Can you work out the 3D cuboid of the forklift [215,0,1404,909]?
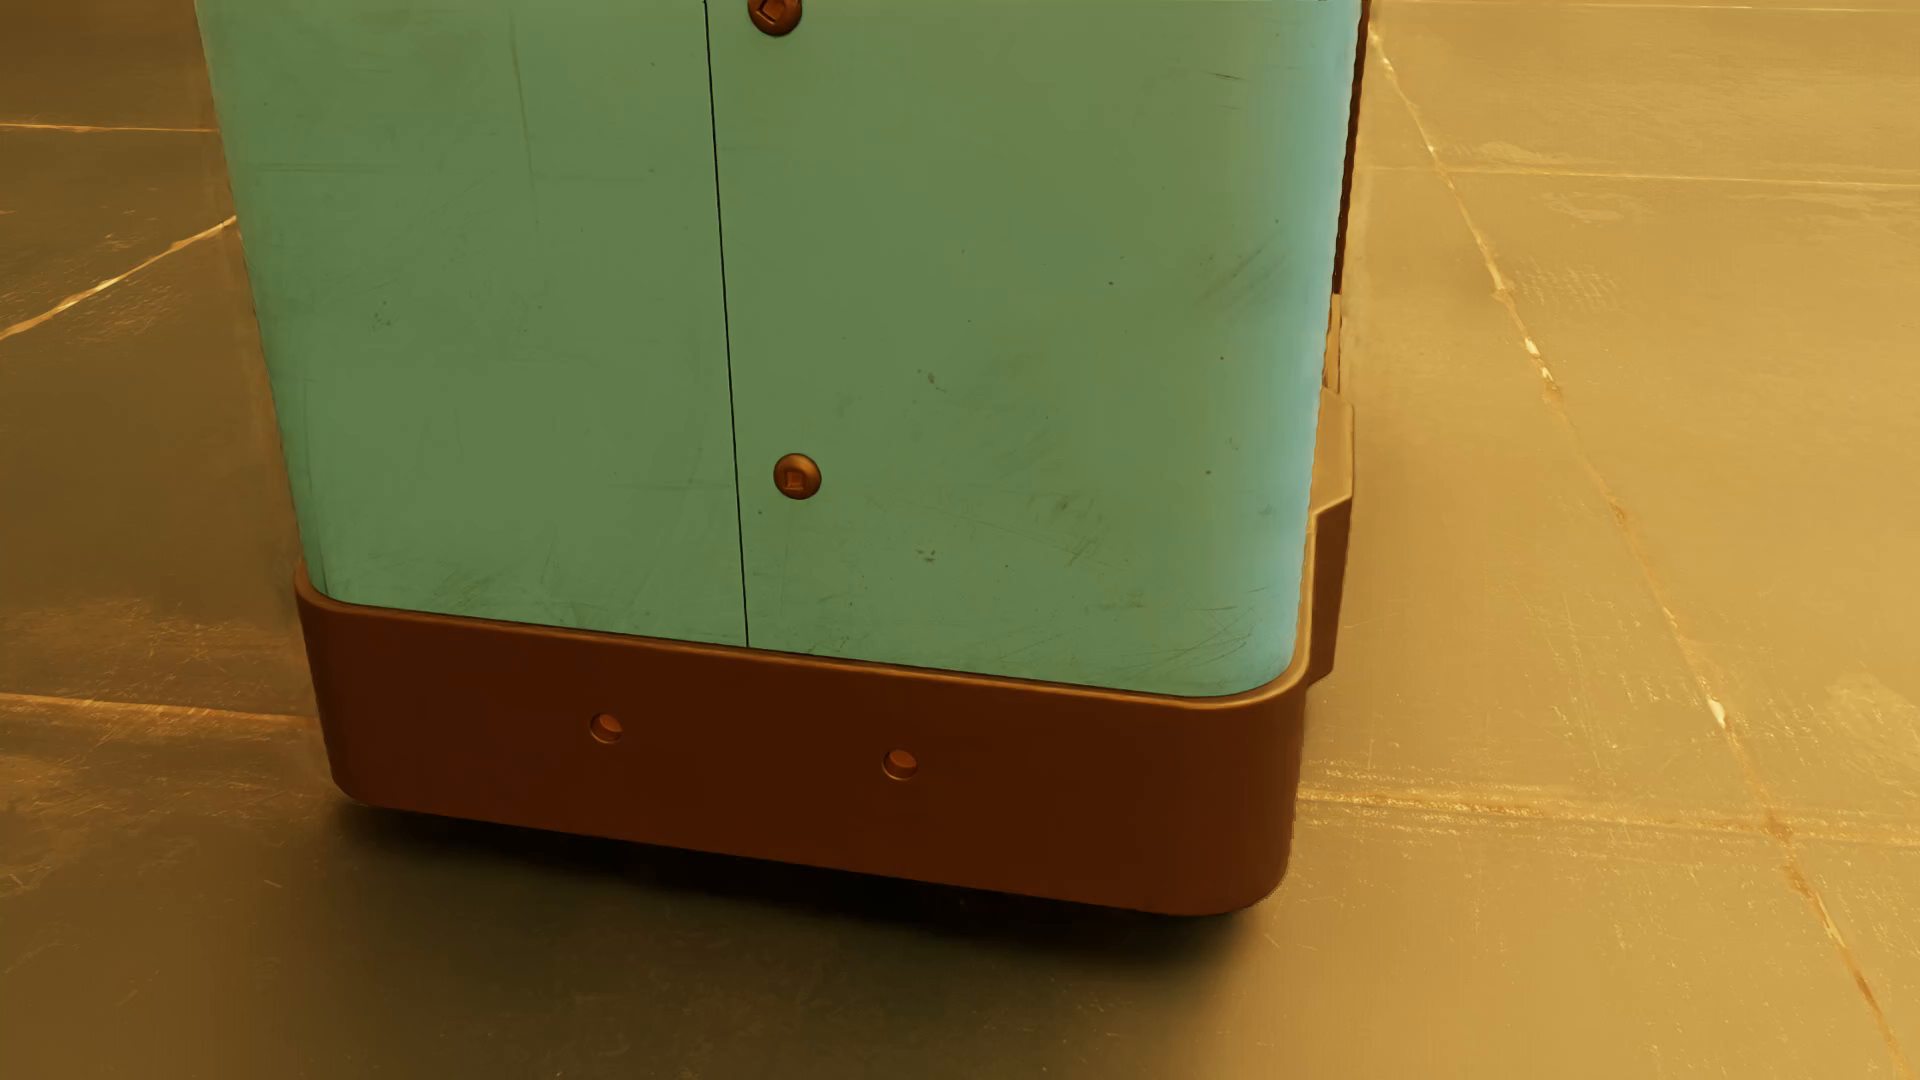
[{"bbox_3d":[0.087,-1.586,2.396,1.130,2.935,3.031,4,27,9],"label":"forklift"}]
